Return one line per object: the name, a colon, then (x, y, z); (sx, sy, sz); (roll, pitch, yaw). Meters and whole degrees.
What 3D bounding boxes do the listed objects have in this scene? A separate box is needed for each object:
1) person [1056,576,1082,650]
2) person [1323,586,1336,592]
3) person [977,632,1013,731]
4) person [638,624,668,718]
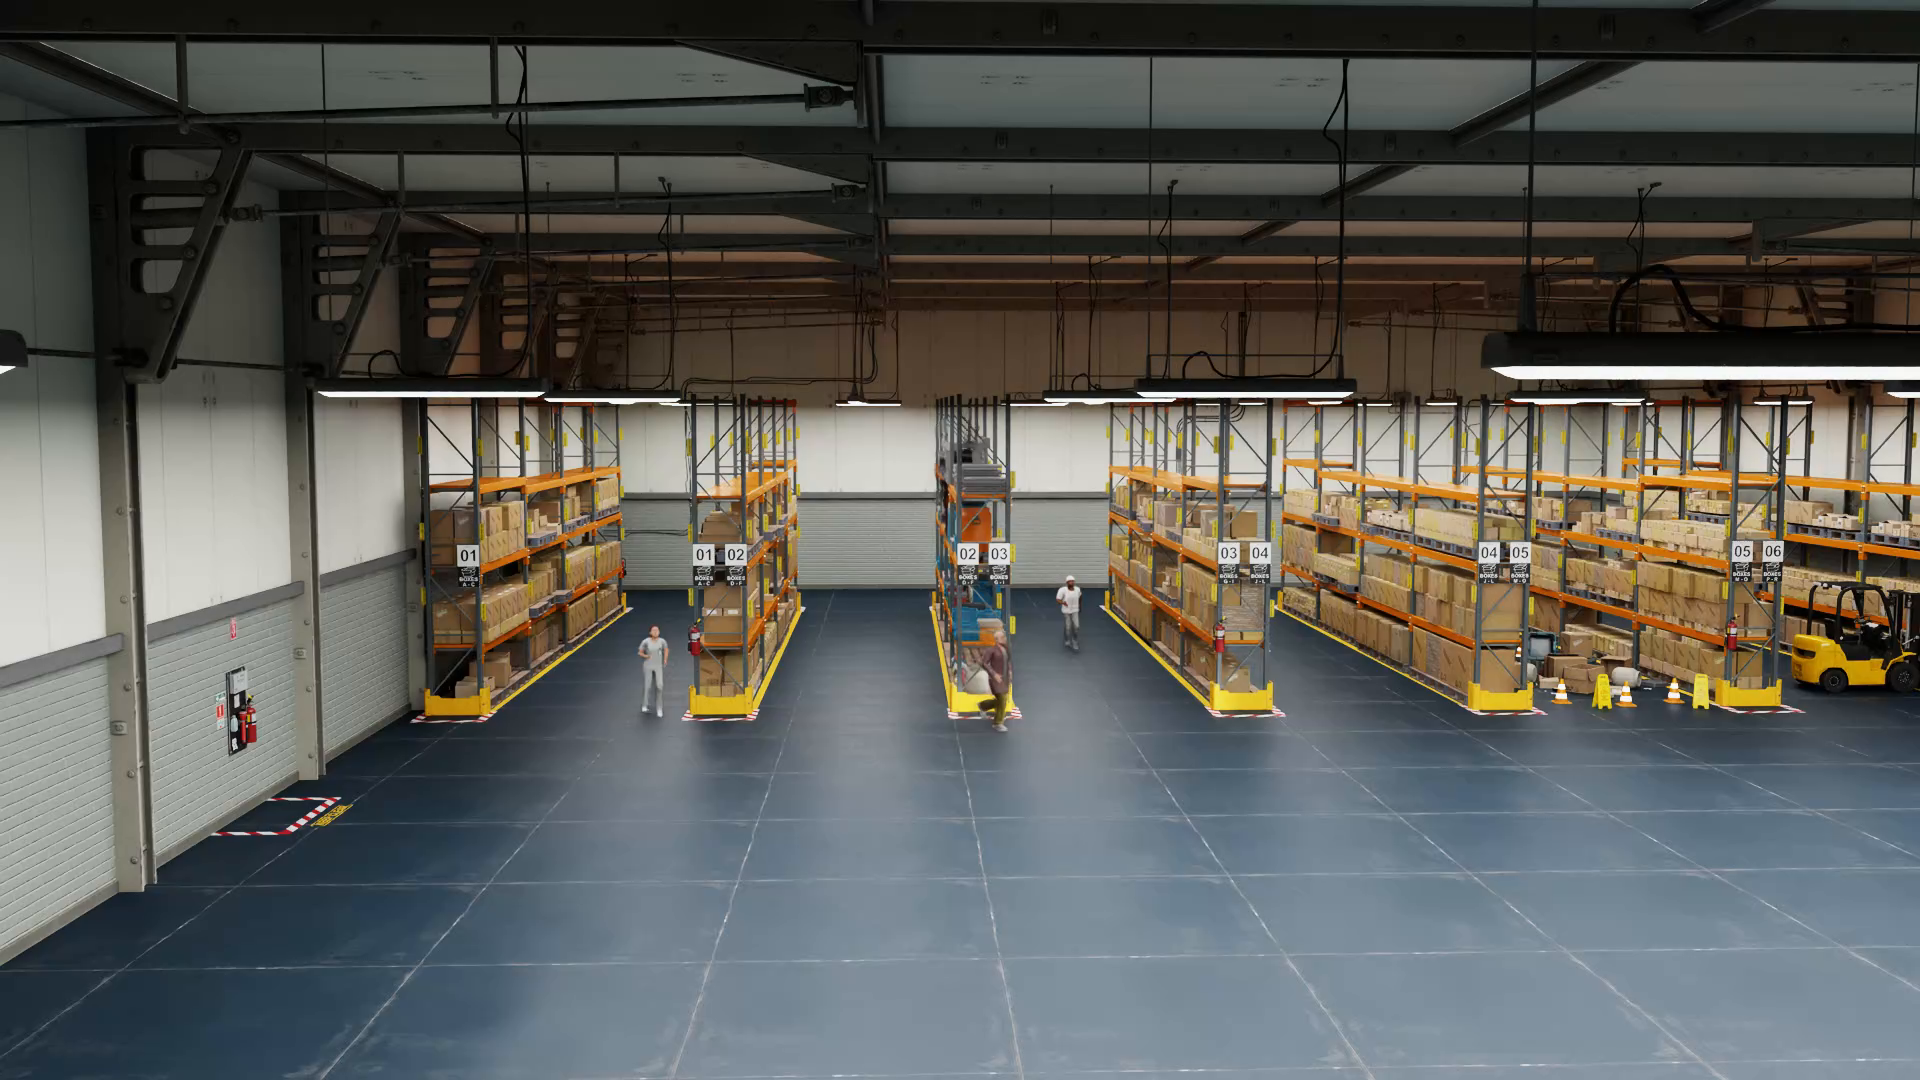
person: (2.621, 1.744, 39.594); (0.678, 1.805, 0.732); (-1, 5, -7)
person: (11.037, 1.047, 49.130); (0.544, 1.642, 0.597); (0, 5, -4)
person: (0.620, 2.511, 29.835); (0.750, 1.774, 0.727); (4, 6, 40)
person: (-5.733, 2.435, 31.155); (0.594, 1.719, 0.696); (-2, 5, -20)
